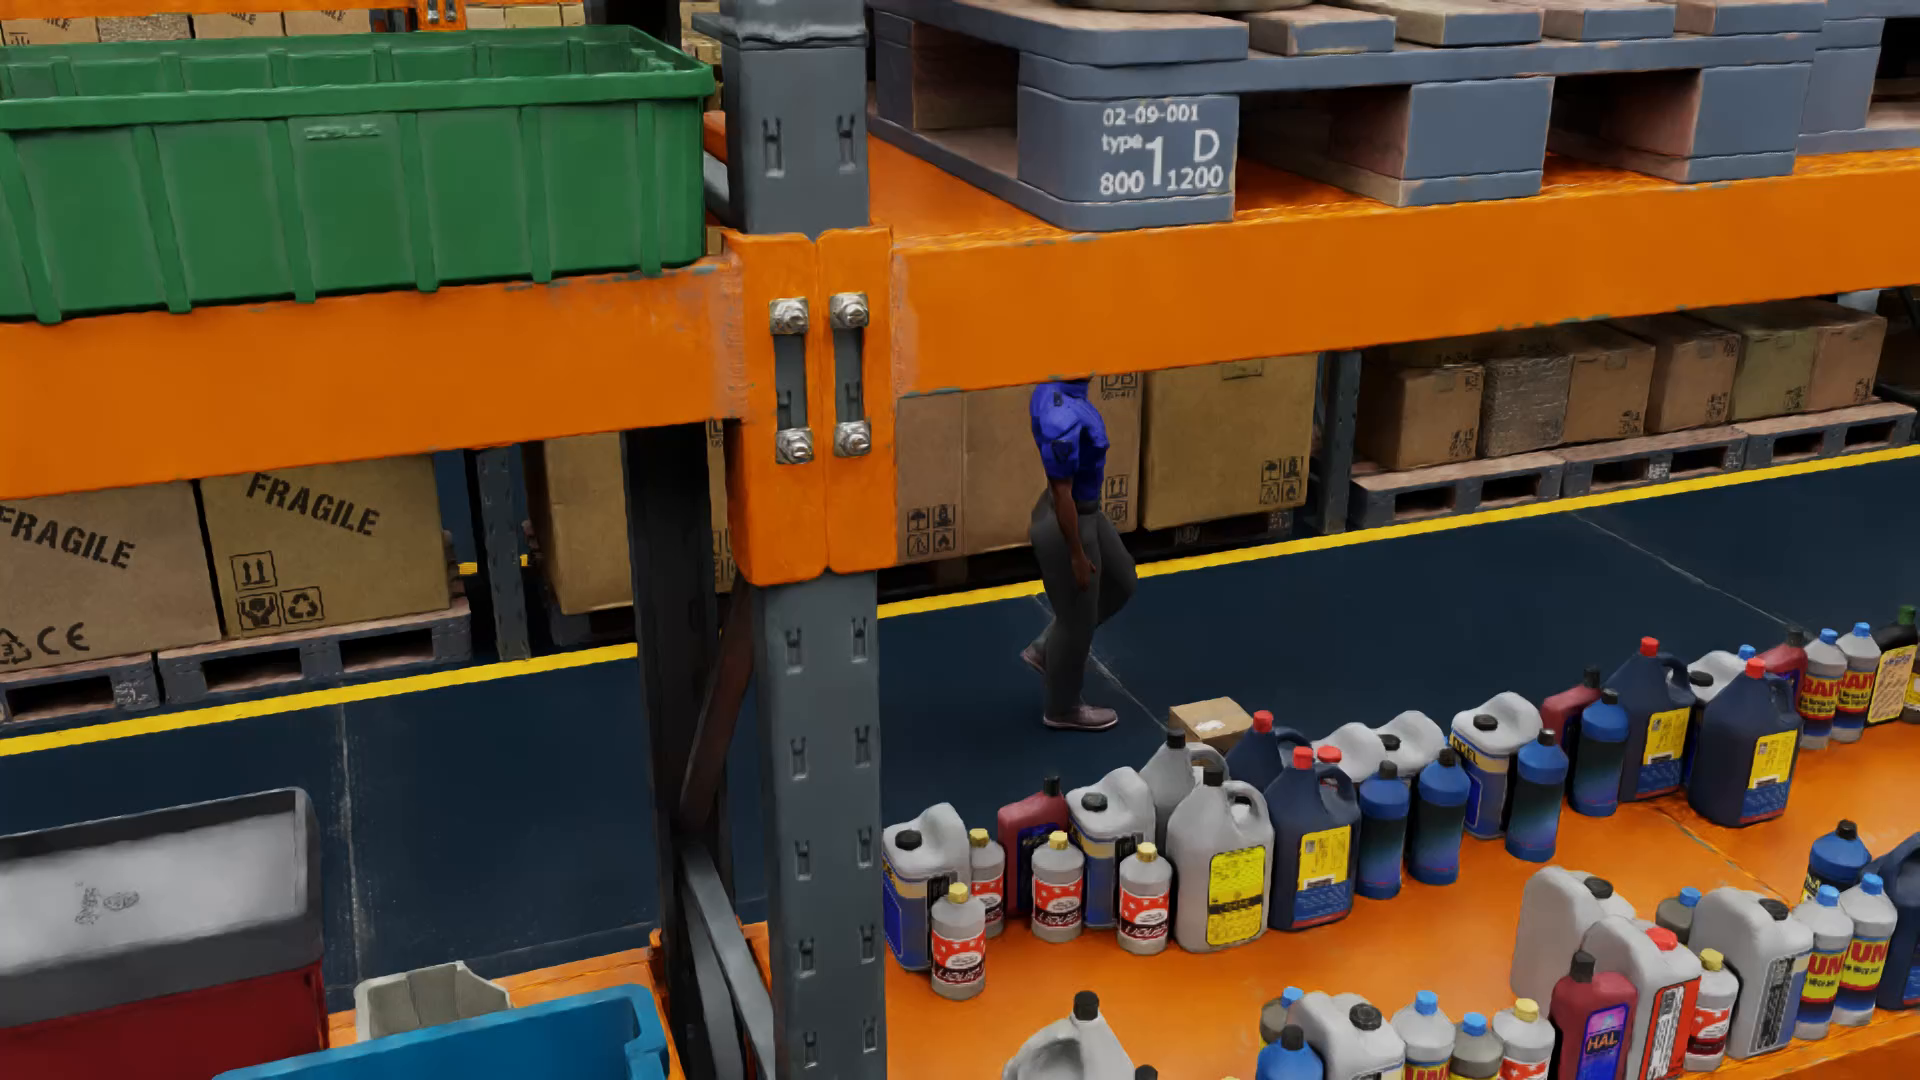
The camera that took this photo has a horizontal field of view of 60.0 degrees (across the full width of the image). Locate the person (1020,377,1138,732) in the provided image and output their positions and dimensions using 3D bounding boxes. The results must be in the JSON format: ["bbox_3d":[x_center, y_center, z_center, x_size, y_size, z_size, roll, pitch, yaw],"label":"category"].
[{"bbox_3d":[0.459,-0.035,6.175,0.456,1.657,0.504,1,23,1],"label":"person"}]
